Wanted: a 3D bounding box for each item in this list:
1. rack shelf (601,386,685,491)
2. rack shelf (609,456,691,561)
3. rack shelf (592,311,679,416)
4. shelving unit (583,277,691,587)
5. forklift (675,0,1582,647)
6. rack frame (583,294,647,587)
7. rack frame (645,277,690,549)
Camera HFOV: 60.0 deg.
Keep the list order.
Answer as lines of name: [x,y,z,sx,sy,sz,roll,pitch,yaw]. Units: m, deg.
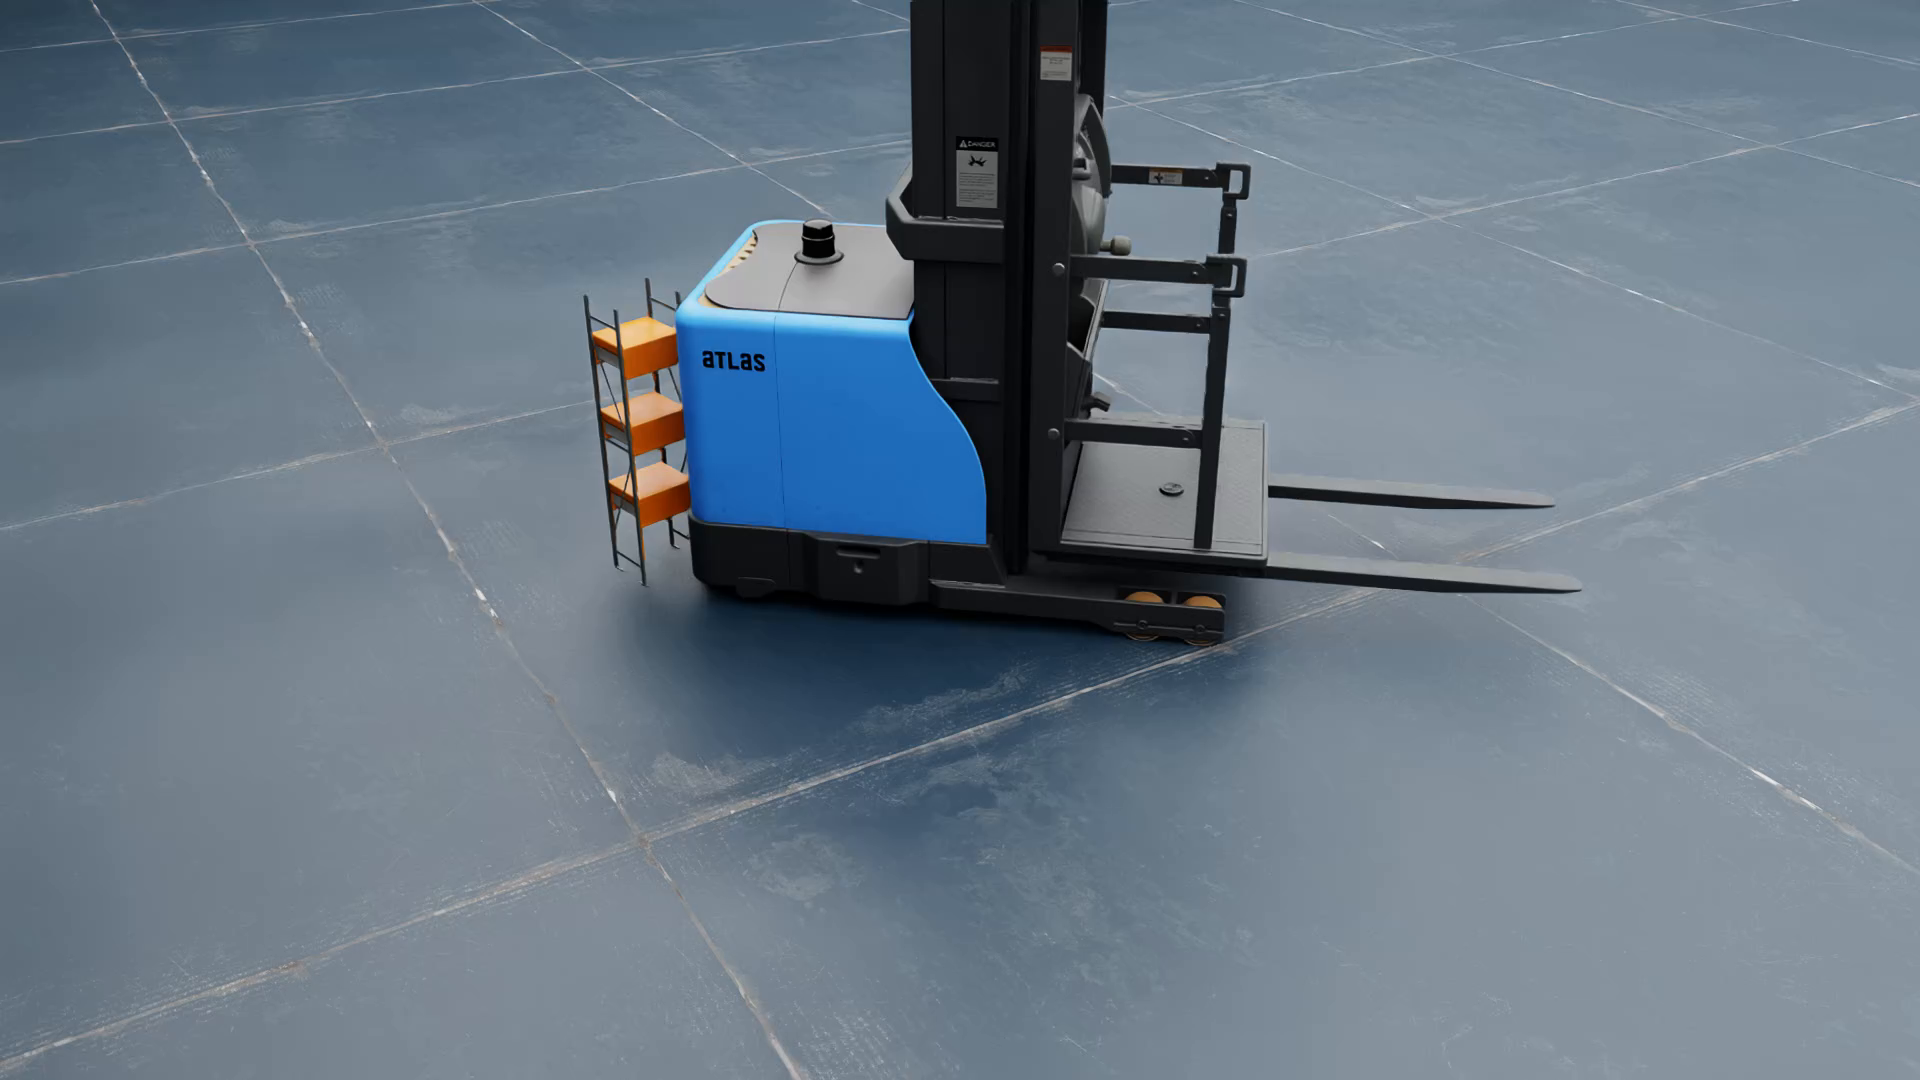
rack shelf: [-1.101,-0.358,5.835,0.240,0.259,0.215,-24,37,-37]
rack shelf: [-1.101,-0.115,5.969,0.240,0.259,0.215,-24,37,-37]
rack shelf: [-1.101,-0.607,5.697,0.240,0.259,0.215,-24,37,-37]
shelving unit: [-1.101,-0.368,5.829,0.252,1.050,0.215,-24,37,-37]
forklift: [0.616,-1.202,5.395,3.031,2.935,1.130,5,29,8]
rack frame: [-1.190,-0.327,5.756,0.008,1.050,0.200,-24,37,-37]
rack frame: [-1.012,-0.408,5.902,0.008,1.050,0.200,-24,37,-37]
